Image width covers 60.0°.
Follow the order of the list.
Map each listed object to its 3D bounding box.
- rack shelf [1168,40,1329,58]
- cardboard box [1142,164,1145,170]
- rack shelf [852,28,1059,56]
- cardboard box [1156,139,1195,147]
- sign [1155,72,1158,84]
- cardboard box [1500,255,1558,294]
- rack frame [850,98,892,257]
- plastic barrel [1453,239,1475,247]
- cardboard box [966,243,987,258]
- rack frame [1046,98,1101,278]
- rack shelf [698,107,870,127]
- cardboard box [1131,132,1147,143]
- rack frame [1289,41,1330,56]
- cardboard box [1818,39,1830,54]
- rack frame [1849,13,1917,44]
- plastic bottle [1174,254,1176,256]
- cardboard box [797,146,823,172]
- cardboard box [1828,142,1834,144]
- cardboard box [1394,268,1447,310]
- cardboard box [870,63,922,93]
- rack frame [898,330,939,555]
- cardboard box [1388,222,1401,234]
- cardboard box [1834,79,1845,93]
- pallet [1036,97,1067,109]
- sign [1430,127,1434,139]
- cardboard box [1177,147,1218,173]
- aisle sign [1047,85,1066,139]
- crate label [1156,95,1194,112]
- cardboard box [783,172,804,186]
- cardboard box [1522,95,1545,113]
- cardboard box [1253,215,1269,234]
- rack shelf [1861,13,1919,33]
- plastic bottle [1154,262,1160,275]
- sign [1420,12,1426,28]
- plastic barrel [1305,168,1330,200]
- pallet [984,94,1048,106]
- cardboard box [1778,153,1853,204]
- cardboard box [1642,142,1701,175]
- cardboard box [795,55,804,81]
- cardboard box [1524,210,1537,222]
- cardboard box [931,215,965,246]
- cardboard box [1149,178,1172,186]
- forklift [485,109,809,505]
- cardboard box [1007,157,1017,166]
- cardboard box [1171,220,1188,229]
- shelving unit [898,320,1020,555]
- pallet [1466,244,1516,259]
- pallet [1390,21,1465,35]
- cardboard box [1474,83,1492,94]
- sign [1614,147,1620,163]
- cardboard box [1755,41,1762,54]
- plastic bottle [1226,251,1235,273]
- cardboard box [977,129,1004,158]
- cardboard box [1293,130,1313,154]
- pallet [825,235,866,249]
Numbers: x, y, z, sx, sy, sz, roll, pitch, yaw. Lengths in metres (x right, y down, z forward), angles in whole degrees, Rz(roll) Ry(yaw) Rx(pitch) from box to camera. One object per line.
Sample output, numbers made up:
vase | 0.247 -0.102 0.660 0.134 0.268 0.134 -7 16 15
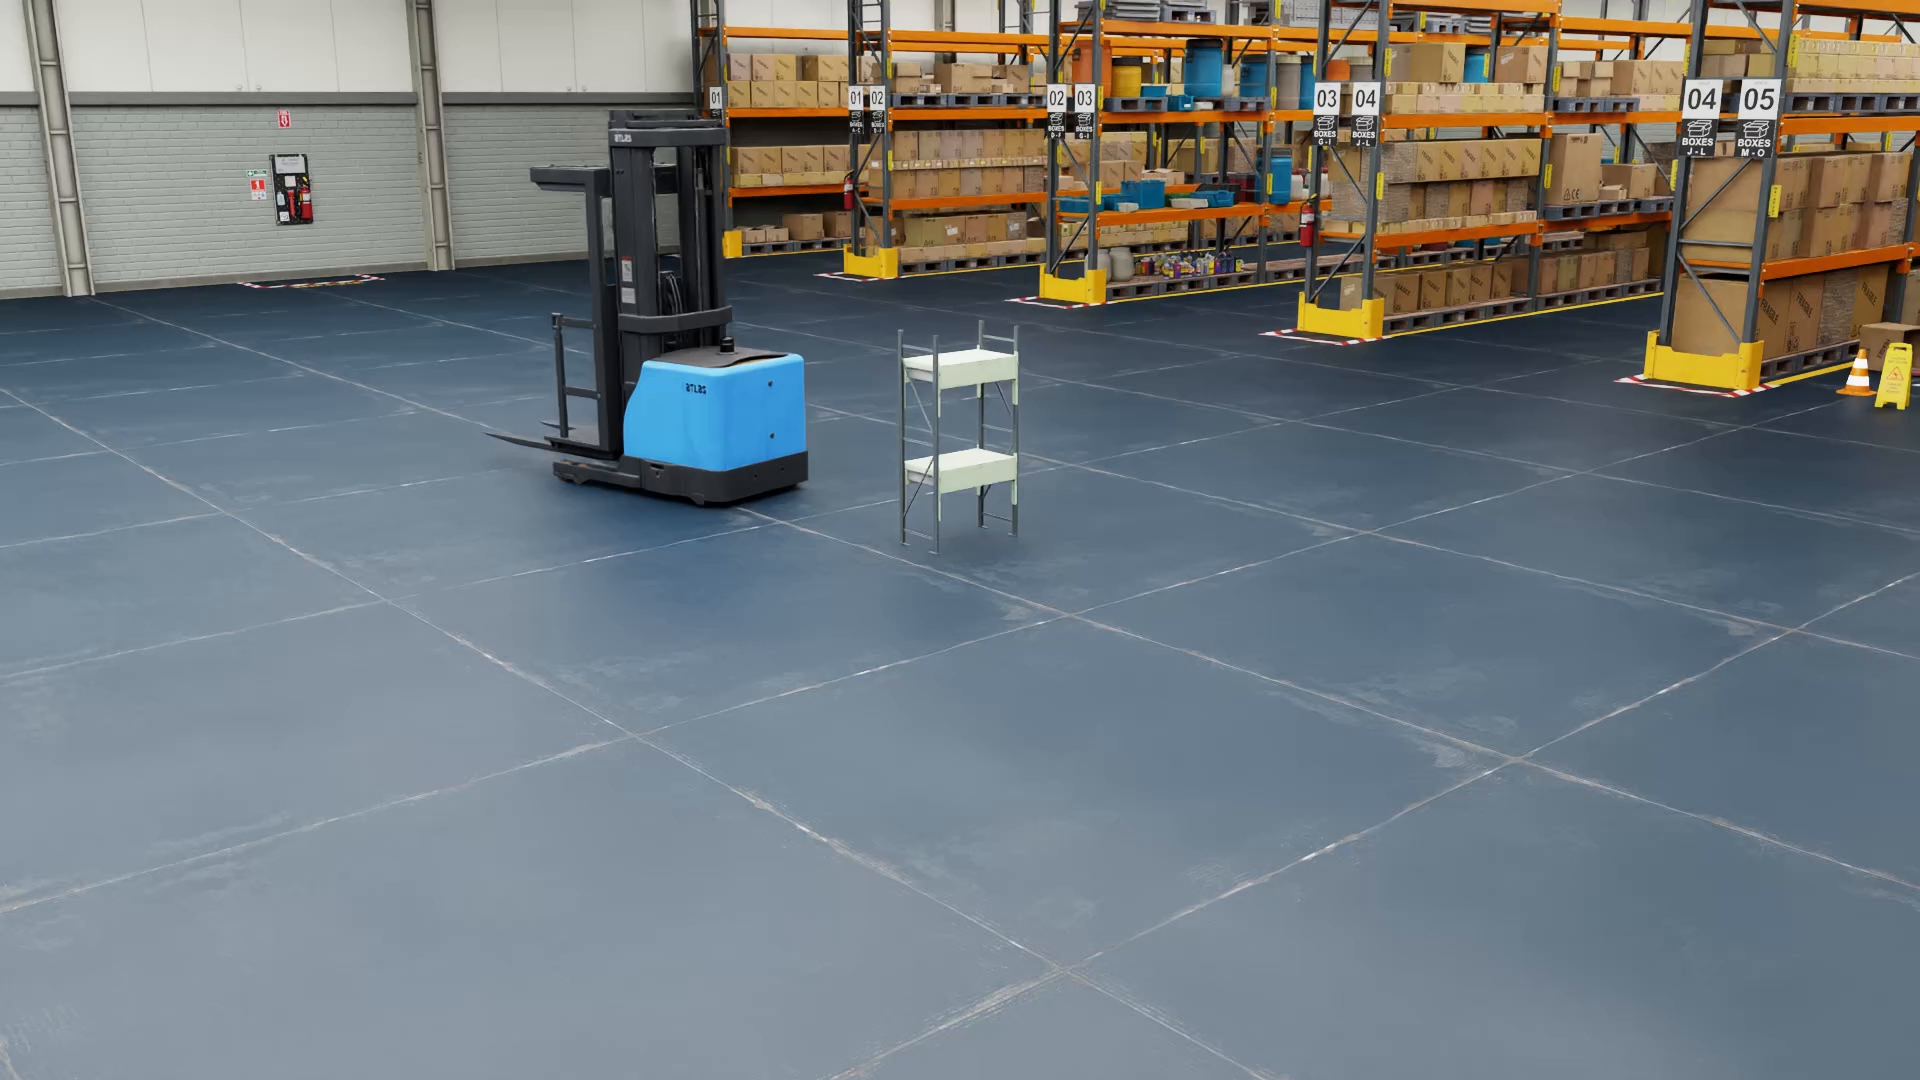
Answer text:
rack shelf | 5.997 -10.150 34.479 4.000 0.370 1.077 -13 19 -39
cardboard box | 4.182 -8.871 39.595 0.250 0.149 0.380 -12 19 -39
rack shelf | -0.038 -8.794 29.406 4.000 0.370 1.077 -13 19 -39
cardboard box | 5.225 -9.451 40.738 0.700 0.700 0.980 -13 20 -41
sign | 4.615 -10.842 39.102 0.005 0.325 0.100 -13 19 -39
cardboard box | 8.448 -3.951 24.721 0.700 0.500 0.500 14 21 43
rack frame | -1.547 -6.098 28.767 0.127 3.000 1.000 -13 19 -39
plastic barrel | 9.799 -6.146 32.200 0.708 0.901 0.600 -13 19 -39
cardboard box | 0.136 -5.274 30.196 0.500 0.250 0.500 -13 19 -39
rack frame | 1.702 -5.133 25.154 0.127 3.000 1.000 -13 19 -39
rack shelf | -3.293 -8.502 33.349 4.000 0.370 1.077 -13 19 -39
cardboard box | 4.067 -9.530 39.352 0.500 0.250 0.500 -12 19 -38
rack frame | 7.506 -11.029 35.603 0.127 3.000 1.000 -13 19 -39
cardboard box | 8.976 -5.231 17.641 0.250 0.149 0.380 -13 20 -40
rack frame | 11.150 -6.762 19.628 0.127 3.000 1.000 -13 19 -39
plastic bottle | 3.544 -4.603 27.581 0.133 0.283 0.061 -12 19 -37
cardboard box | -3.089 -7.641 33.344 0.500 0.500 0.500 -12 19 -38
cardboard box | 16.107 -7.199 31.151 0.500 0.500 0.500 -13 20 -41
cardboard box | 6.348 -3.477 22.984 0.500 0.500 0.500 -10 18 -34
cardboard box | -1.111 -7.964 28.656 0.637 0.503 0.797 -11 18 -36
rack frame | -0.281 -0.661 11.320 0.023 1.500 0.400 -13 19 -39
cardboard box | 5.526 -4.088 21.729 0.250 0.149 0.380 -13 19 -39
cardboard box | 9.364 -4.932 18.068 0.250 0.149 0.380 -13 19 -39
pallet | 2.128 -8.284 31.510 1.217 0.209 0.805 -14 20 -42
sign | 10.872 -9.409 38.307 0.005 0.325 0.100 -13 19 -39
cardboard box | 4.889 -7.833 34.255 0.700 0.500 0.500 8 17 28
aisle sign | 1.453 -6.435 24.990 0.004 0.787 0.394 -13 19 -39
crate label | 3.331 -6.763 25.733 0.408 0.251 0.502 -13 19 -39
cardboard box | -3.454 -7.196 33.128 0.500 0.250 0.500 -13 20 -40
cardboard box | 7.798 -6.095 23.234 0.500 0.250 0.500 -12 19 -37
cardboard box | 6.182 -6.743 35.172 0.500 0.500 0.500 -14 20 -41
rack shelf | 12.659 -6.560 21.041 4.000 0.370 1.077 -13 19 -39
plastic bottle | 3.208 -4.430 27.092 0.097 0.201 0.097 0 15 0
sign | 8.103 -9.125 29.099 0.005 0.325 0.100 -13 19 -39
plastic barrel | 6.139 -6.120 28.586 0.433 0.535 0.433 0 15 0
pallet | 0.844 -8.033 30.368 1.213 0.211 1.003 -13 19 -39
cardboard box | 9.619 -4.130 19.017 0.500 0.550 0.875 -13 19 -39
cardboard box | 11.550 -6.178 26.928 0.637 0.503 0.797 -12 19 -38
cardboard box | -3.473 -9.433 33.271 0.500 0.500 0.500 -13 20 -39
cardboard box | 8.002 -4.631 23.763 0.250 0.149 0.380 -13 19 -39
cardboard box | -0.252 -5.555 29.794 0.500 0.500 0.500 -13 19 -39
cardboard box | 3.991 -7.126 33.101 0.250 0.149 0.380 -13 19 -39
forklift | -2.693 -1.961 13.411 3.031 2.935 1.130 11 18 35
cardboard box | 0.825 -6.919 30.388 0.250 0.149 0.380 -13 20 -39
cardboard box | 4.255 -6.462 33.557 0.500 0.311 0.500 -12 19 -38
shelving unit | -0.005 -0.723 11.552 0.755 1.500 0.431 -13 19 -39
pallet | 10.145 -5.696 32.666 1.213 0.211 1.003 -13 19 -39
pallet | 8.301 -9.218 29.965 1.003 0.211 1.213 -13 19 -39
cardboard box | 6.924 -6.080 22.406 0.250 0.149 0.380 -12 19 -37
sign | 10.621 -6.191 26.871 0.005 0.325 0.100 -13 19 -39
cardboard box | 8.547 -5.359 18.122 0.250 0.149 0.380 -12 19 -38
plastic bottle | 4.423 -4.578 27.358 0.185 0.351 0.144 -13 20 -41
cardboard box | 0.382 -7.204 30.199 0.500 0.500 0.700 -13 20 -39
cardboard box | 7.717 -8.798 36.745 0.500 0.500 0.500 -13 19 -39
pallet | -2.267 -6.272 34.820 1.213 0.211 1.003 -13 19 -39
